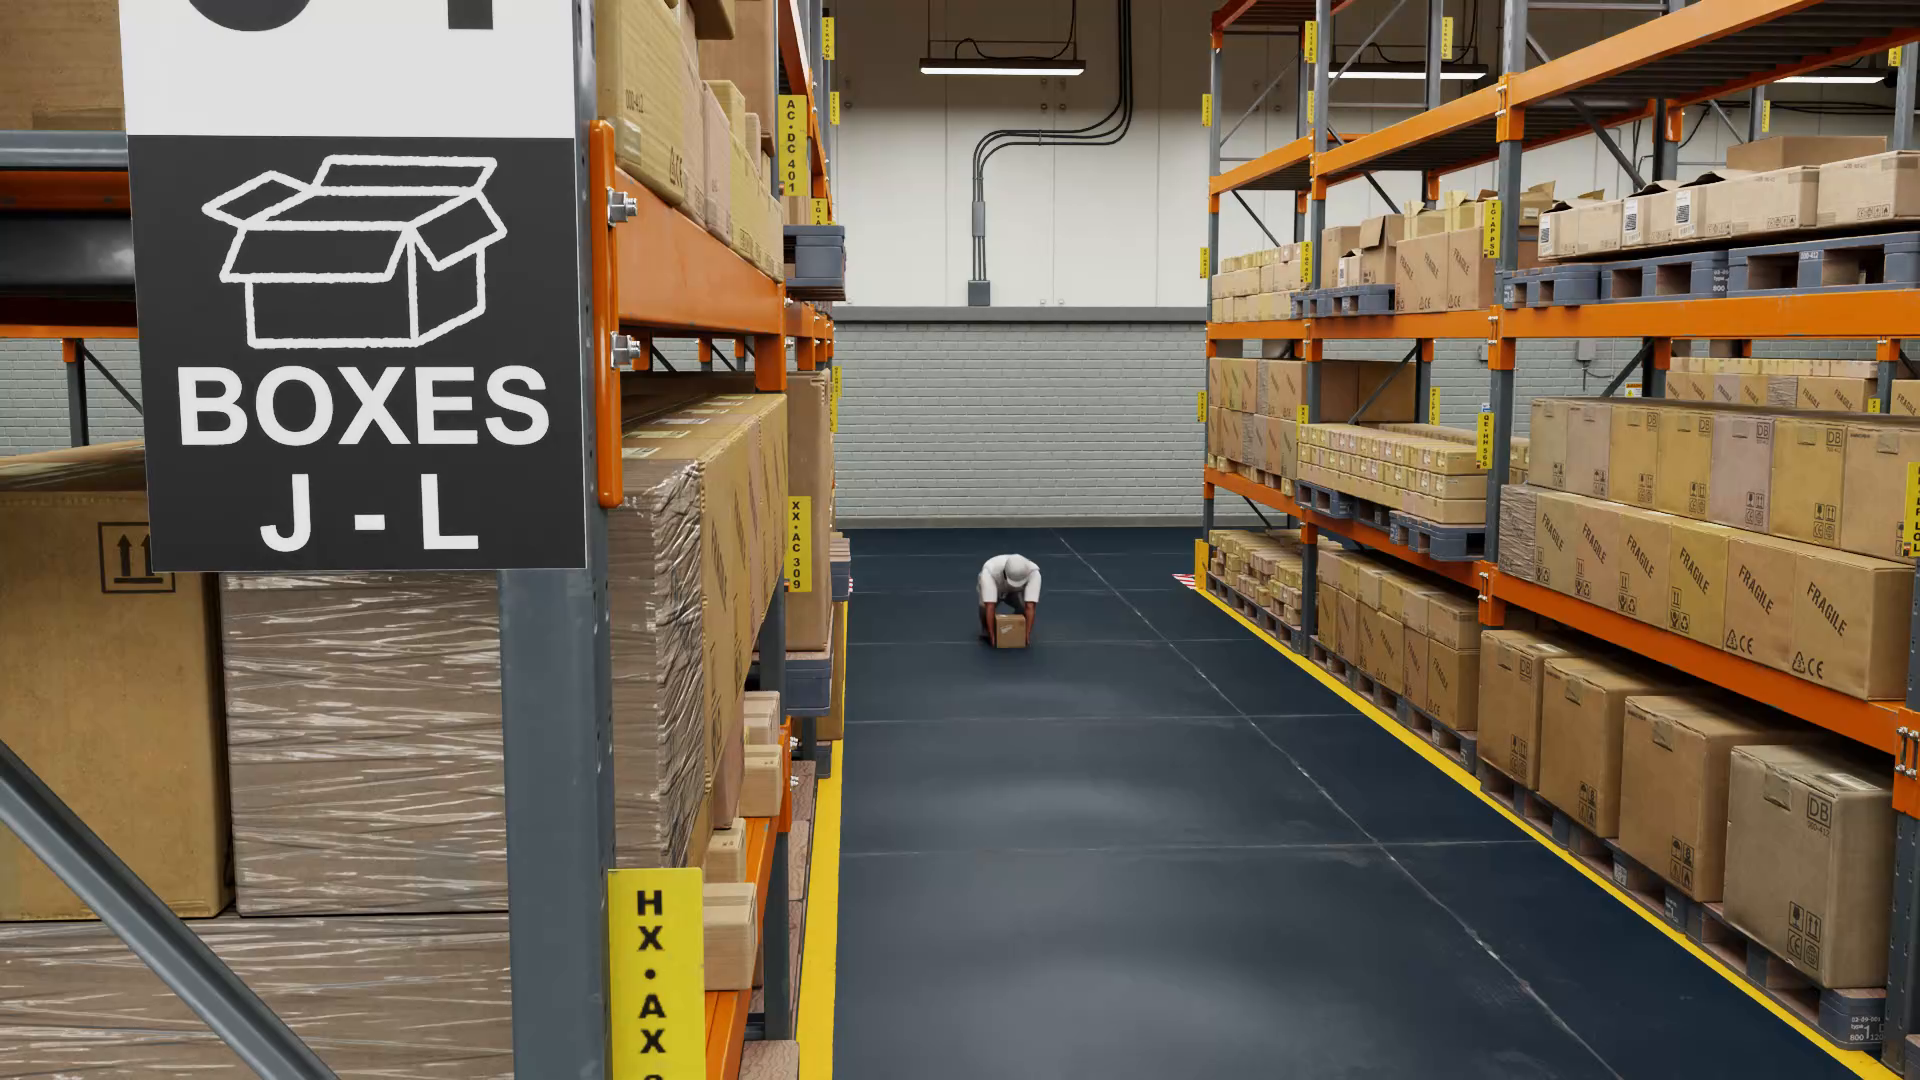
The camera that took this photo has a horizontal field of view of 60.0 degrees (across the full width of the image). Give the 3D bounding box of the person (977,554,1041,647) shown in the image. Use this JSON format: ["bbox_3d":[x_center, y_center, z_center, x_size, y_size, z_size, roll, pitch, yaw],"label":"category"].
[{"bbox_3d":[0.429,0.526,14.691,0.549,0.897,0.926,-1,7,-4],"label":"person"}]
